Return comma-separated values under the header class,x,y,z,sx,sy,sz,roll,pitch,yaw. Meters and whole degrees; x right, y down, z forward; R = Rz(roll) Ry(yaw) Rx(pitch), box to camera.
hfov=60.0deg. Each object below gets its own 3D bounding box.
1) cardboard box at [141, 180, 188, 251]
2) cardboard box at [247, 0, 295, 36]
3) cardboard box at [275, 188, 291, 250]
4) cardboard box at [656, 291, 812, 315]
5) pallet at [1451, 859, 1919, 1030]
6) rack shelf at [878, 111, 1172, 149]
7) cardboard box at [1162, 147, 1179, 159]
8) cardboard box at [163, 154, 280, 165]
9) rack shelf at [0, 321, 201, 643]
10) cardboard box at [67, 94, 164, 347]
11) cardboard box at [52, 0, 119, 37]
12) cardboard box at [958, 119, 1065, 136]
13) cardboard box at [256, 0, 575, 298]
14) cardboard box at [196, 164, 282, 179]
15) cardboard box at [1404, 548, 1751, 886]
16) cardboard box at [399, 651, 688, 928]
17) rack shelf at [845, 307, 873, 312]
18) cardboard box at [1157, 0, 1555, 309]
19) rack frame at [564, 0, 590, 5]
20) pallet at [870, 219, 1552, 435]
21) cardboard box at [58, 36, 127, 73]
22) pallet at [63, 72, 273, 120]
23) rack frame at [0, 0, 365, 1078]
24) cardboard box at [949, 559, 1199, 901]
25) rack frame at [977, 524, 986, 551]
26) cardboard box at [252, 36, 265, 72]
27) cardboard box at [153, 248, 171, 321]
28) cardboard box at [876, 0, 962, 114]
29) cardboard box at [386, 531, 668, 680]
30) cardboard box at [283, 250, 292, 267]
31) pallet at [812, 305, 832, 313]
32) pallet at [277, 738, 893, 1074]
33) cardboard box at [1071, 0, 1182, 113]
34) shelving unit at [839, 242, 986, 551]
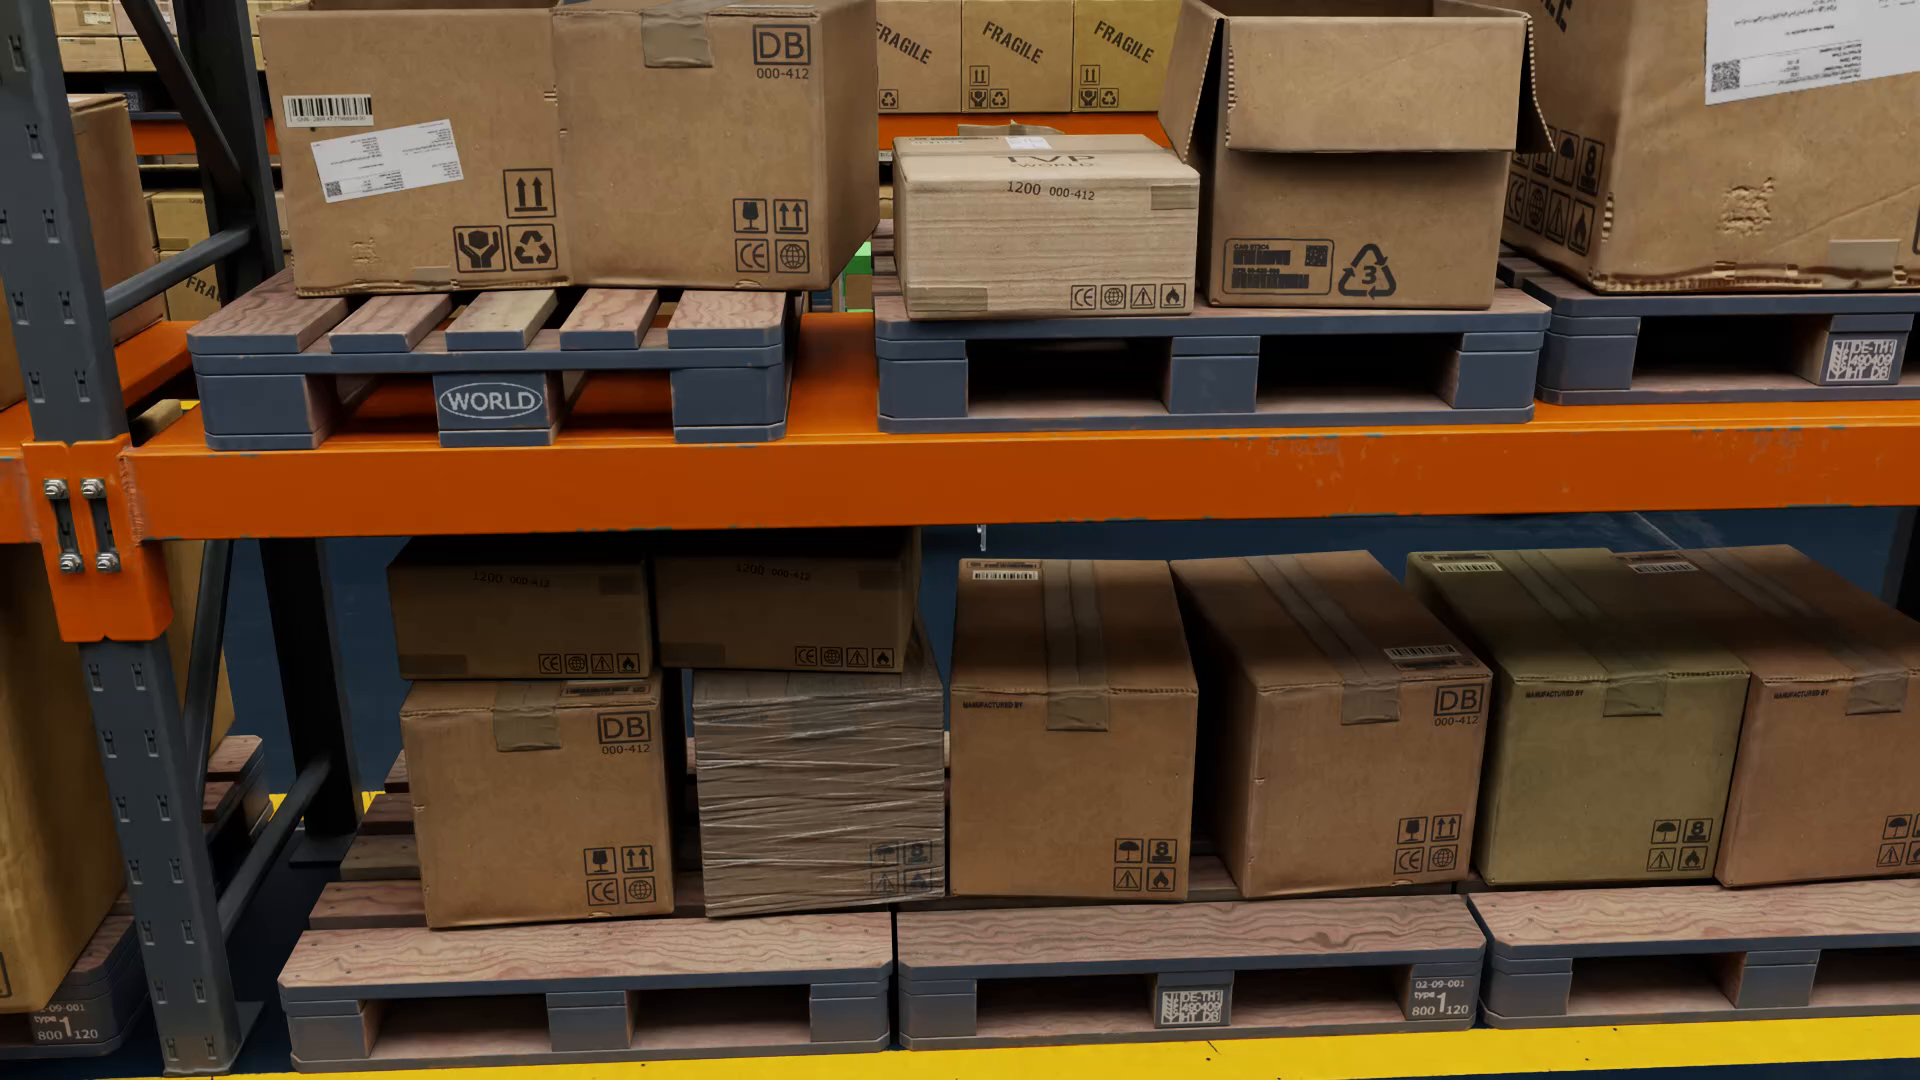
class,x,y,z,sx,sy,sz,roll,pitch,yaw
cardboard box,-3.930,-1.513,7.747,0.500,0.250,0.500,0,21,-1
cardboard box,-2.977,-2.303,7.298,0.250,0.149,0.380,-1,21,-3
cardboard box,-2.902,-1.531,7.796,0.500,0.250,0.500,-1,21,-2
cardboard box,-1.118,-1.399,8.152,0.750,0.750,1.050,-1,21,-4
pallet,1.668,0.728,3.911,1.213,0.211,1.003,-1,21,-3
rack shelf,0.266,-1.978,8.112,4.000,0.370,1.077,-1,21,-3
cardboard box,1.356,-3.068,13.067,0.625,0.372,0.950,-1,21,-2
cardboard box,-5.493,-3.193,12.688,0.875,0.875,0.875,-1,21,-1
rack shelf,-3.545,-0.133,3.266,4.000,0.370,1.077,-1,21,-3
cardboard box,-2.049,-0.643,3.454,0.500,0.500,0.500,-1,21,-1
cardboard box,-3.743,-2.288,7.258,0.250,0.149,0.380,-2,21,-4
cardboard box,0.101,-0.773,3.534,0.258,0.266,0.396,-2,21,-5
cardboard box,-1.012,-0.778,3.218,0.500,0.500,0.500,-4,21,-10
cardboard box,-3.434,-1.708,8.262,0.500,0.250,0.500,-1,21,-3
cardboard box,1.353,0.379,3.804,0.500,0.500,0.700,-1,21,-3
cardboard box,-0.881,0.432,3.665,0.500,0.500,0.700,-2,21,-6
rack shelf,-0.165,-0.722,5.836,0.480,0.148,0.258,-1,21,-3
cardboard box,0.720,-0.768,3.186,0.637,0.503,0.797,1,21,2
rack frame,-1.731,-2.274,7.877,0.127,3.000,1.000,-1,21,-3
pallet,0.425,-0.475,3.422,1.213,0.211,1.003,-1,21,-3
cardboard box,-3.750,-2.148,7.311,0.250,0.149,0.380,-2,21,-6
pallet,-3.705,-2.129,7.768,1.213,0.211,1.003,-1,21,-3
rack frame,-1.549,-0.510,3.244,0.127,3.000,1.000,-1,21,-3
cardboard box,0.238,0.402,3.743,0.500,0.500,0.700,1,21,1
rack frame,0.078,-0.562,5.912,0.015,1.200,0.240,-1,21,-3
cardboard box,-2.951,-2.166,7.357,0.250,0.149,0.380,-1,21,-4
cardboard box,-3.921,-1.168,7.896,0.500,0.500,0.500,-1,21,-2
cardboard box,-0.256,-2.255,7.688,0.500,0.500,0.500,-1,21,-3
cardboard box,-0.881,0.078,3.541,0.500,0.250,0.500,0,21,-1
cardboard box,-2.891,-1.186,7.944,0.500,0.500,0.500,0,21,-1
pallet,-0.939,-0.960,8.345,1.213,0.211,1.003,-1,21,-3
pallet,-0.768,0.778,3.781,1.213,0.211,1.003,-1,21,-3
cardboard box,0.748,-2.276,7.742,0.500,0.500,0.500,-1,21,-2
shelving unit,-0.165,-0.557,5.899,0.503,1.200,0.258,-1,21,-3
